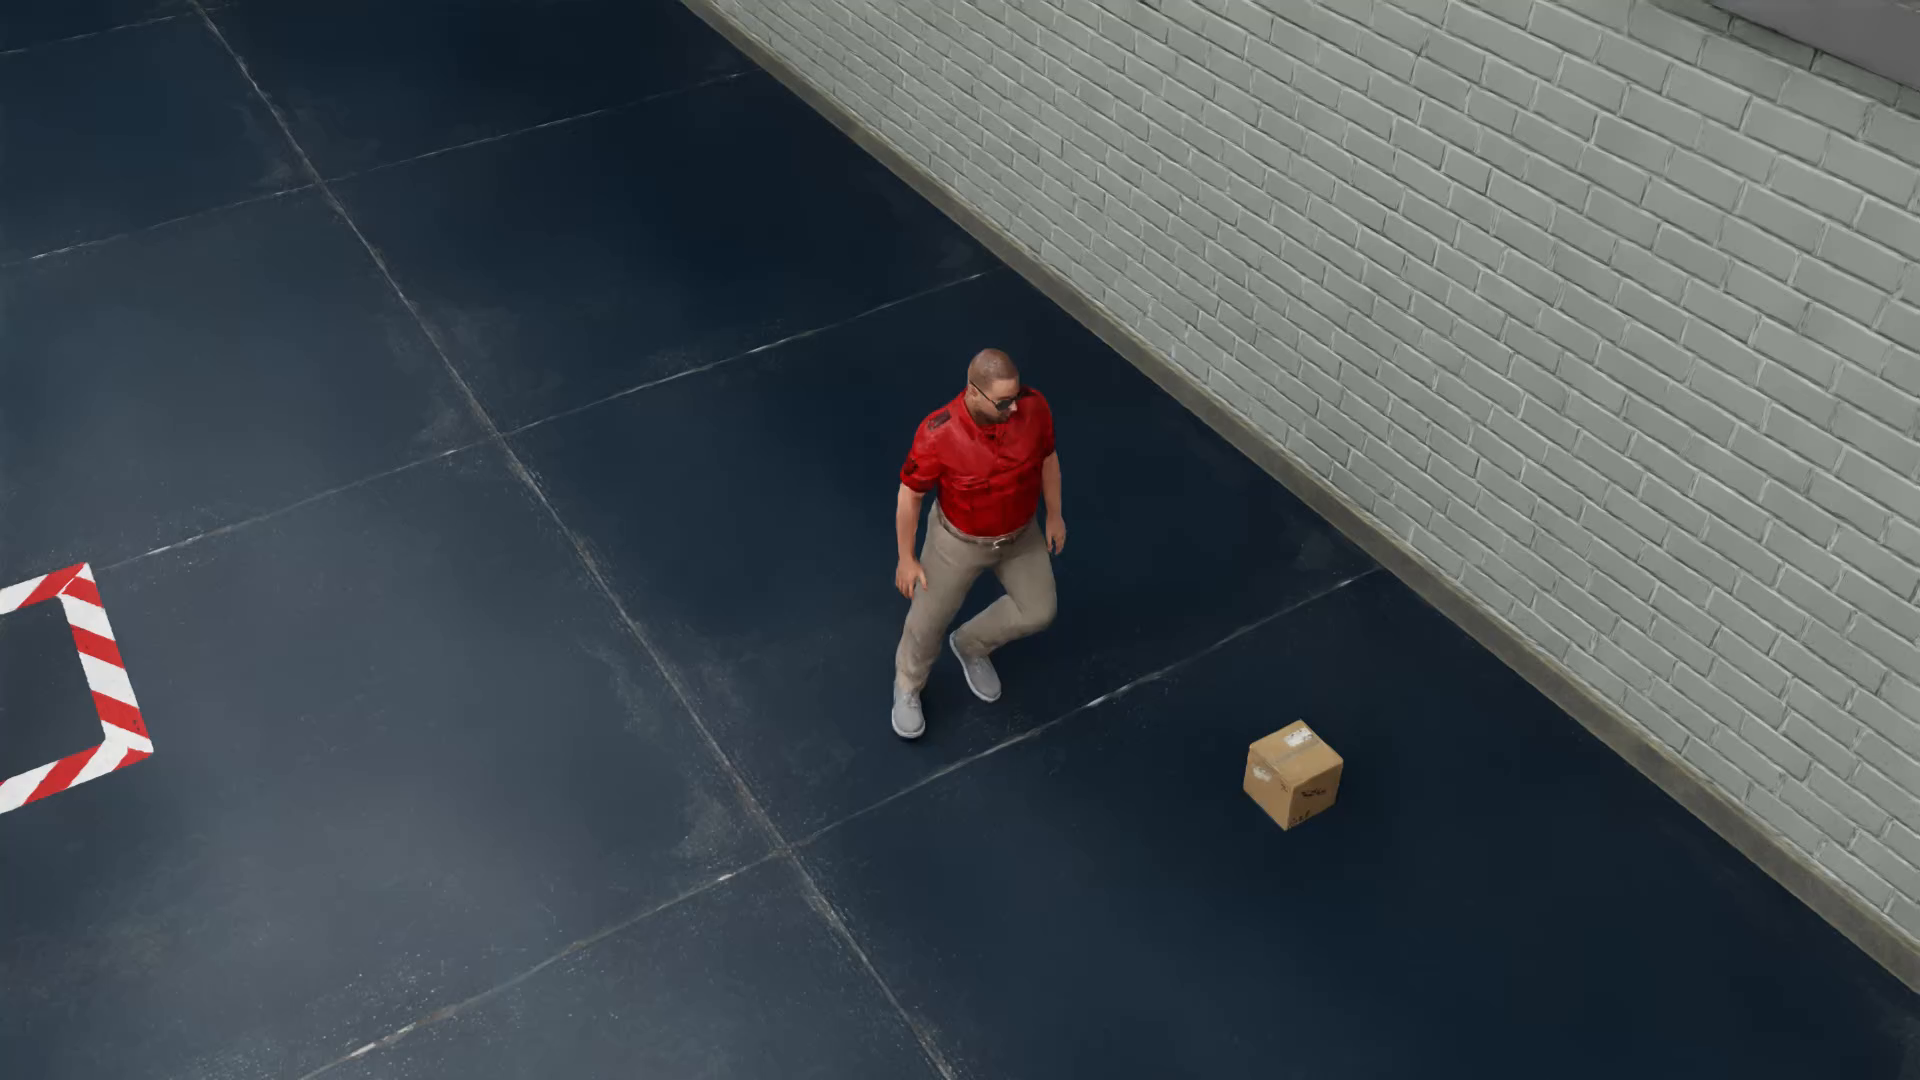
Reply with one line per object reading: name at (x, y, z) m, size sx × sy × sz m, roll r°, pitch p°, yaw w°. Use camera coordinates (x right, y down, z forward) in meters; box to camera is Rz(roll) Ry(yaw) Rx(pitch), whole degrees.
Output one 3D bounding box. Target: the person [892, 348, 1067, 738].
person at (0.054, -0.012, 6.157) m, size 0.726 × 1.711 × 0.412 m, roll -18°, pitch 44°, yaw -20°
